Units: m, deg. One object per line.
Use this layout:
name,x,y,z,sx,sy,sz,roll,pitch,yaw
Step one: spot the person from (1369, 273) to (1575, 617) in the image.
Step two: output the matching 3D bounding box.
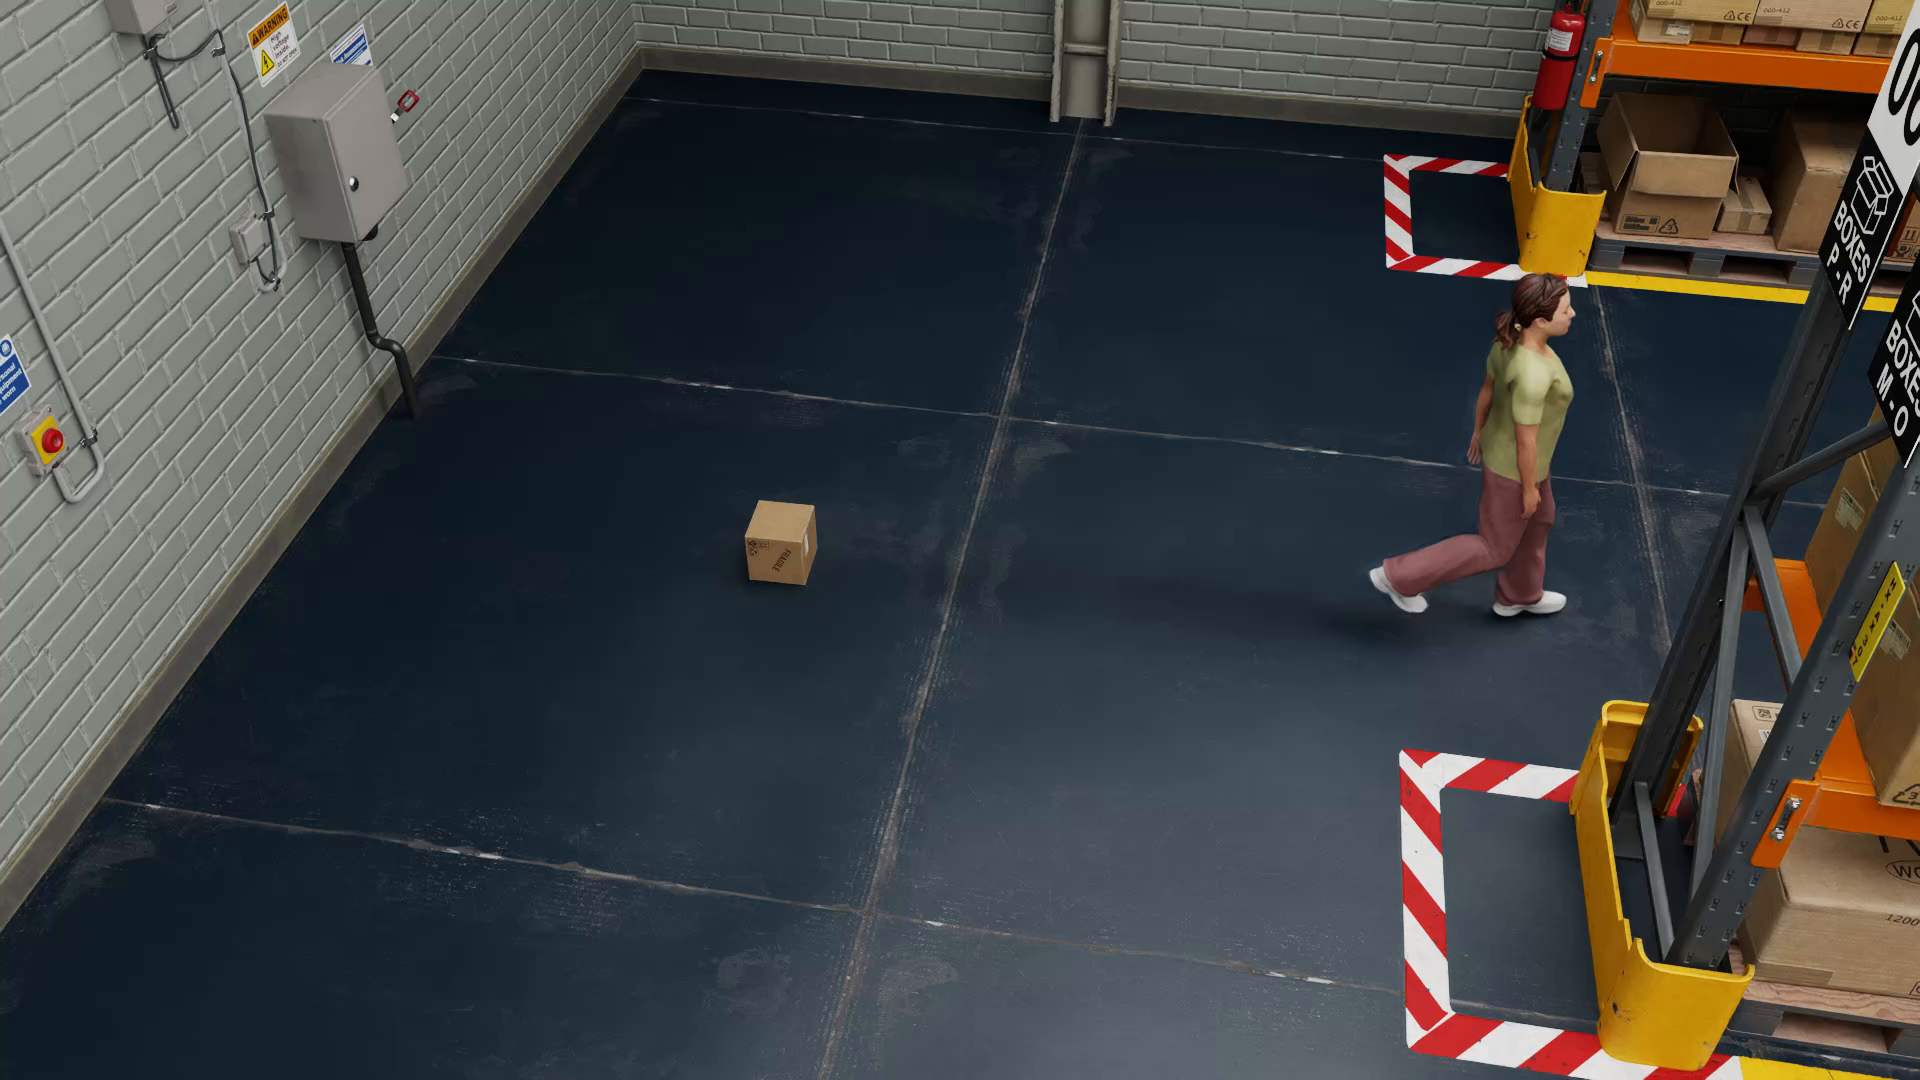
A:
person,2.129,-0.310,6.508,0.869,1.640,0.452,3,41,3
